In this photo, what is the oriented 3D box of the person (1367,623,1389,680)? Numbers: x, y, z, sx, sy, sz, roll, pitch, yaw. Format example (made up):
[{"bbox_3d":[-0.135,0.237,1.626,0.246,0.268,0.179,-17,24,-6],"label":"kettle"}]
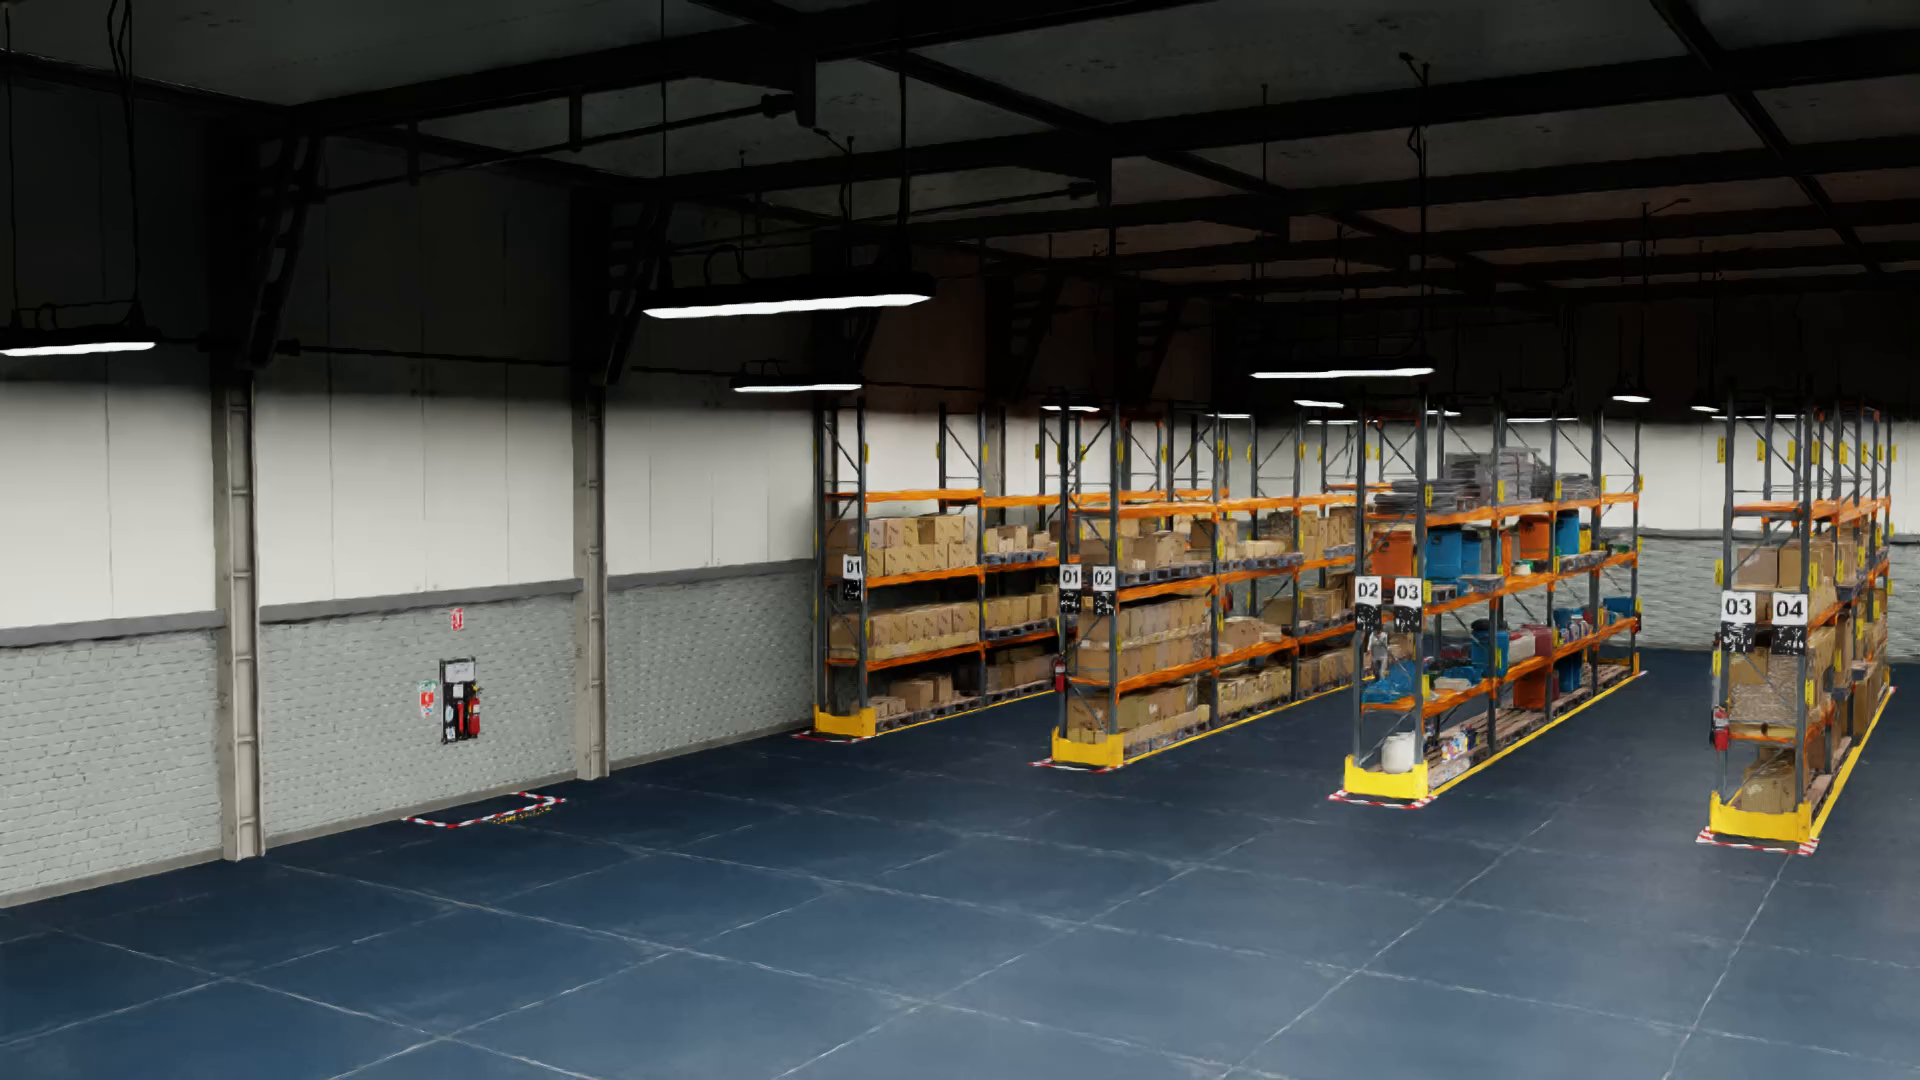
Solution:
[{"bbox_3d":[8.612,2.424,34.244,0.411,1.533,0.949,1,3,24],"label":"person"}]

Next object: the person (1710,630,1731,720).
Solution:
[{"bbox_3d":[14.235,2.520,31.078,0.441,1.675,0.496,0,3,2],"label":"person"}]
